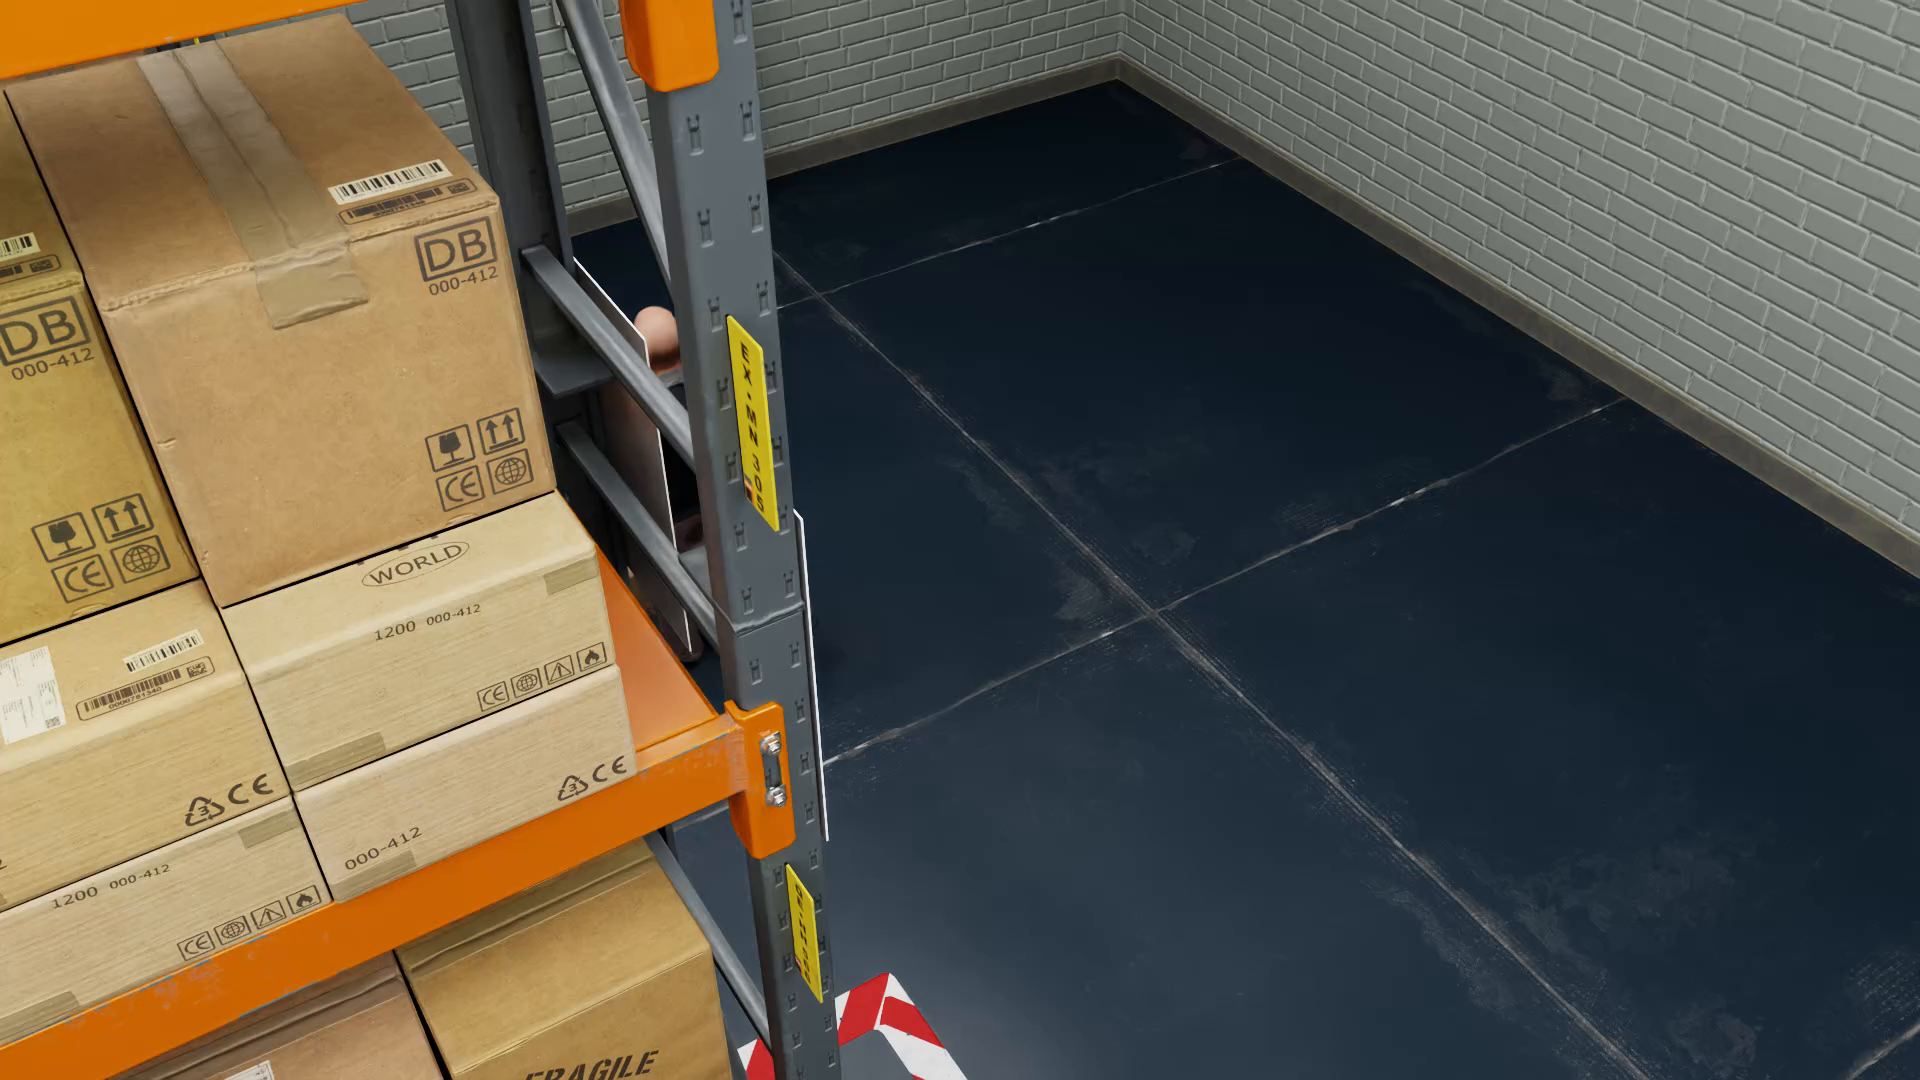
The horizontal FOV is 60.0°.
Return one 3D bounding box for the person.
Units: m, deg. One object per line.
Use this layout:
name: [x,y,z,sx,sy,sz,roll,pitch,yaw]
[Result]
person: [-1.128,-0.156,6.368,0.595,1.745,0.456,-30,49,-30]
